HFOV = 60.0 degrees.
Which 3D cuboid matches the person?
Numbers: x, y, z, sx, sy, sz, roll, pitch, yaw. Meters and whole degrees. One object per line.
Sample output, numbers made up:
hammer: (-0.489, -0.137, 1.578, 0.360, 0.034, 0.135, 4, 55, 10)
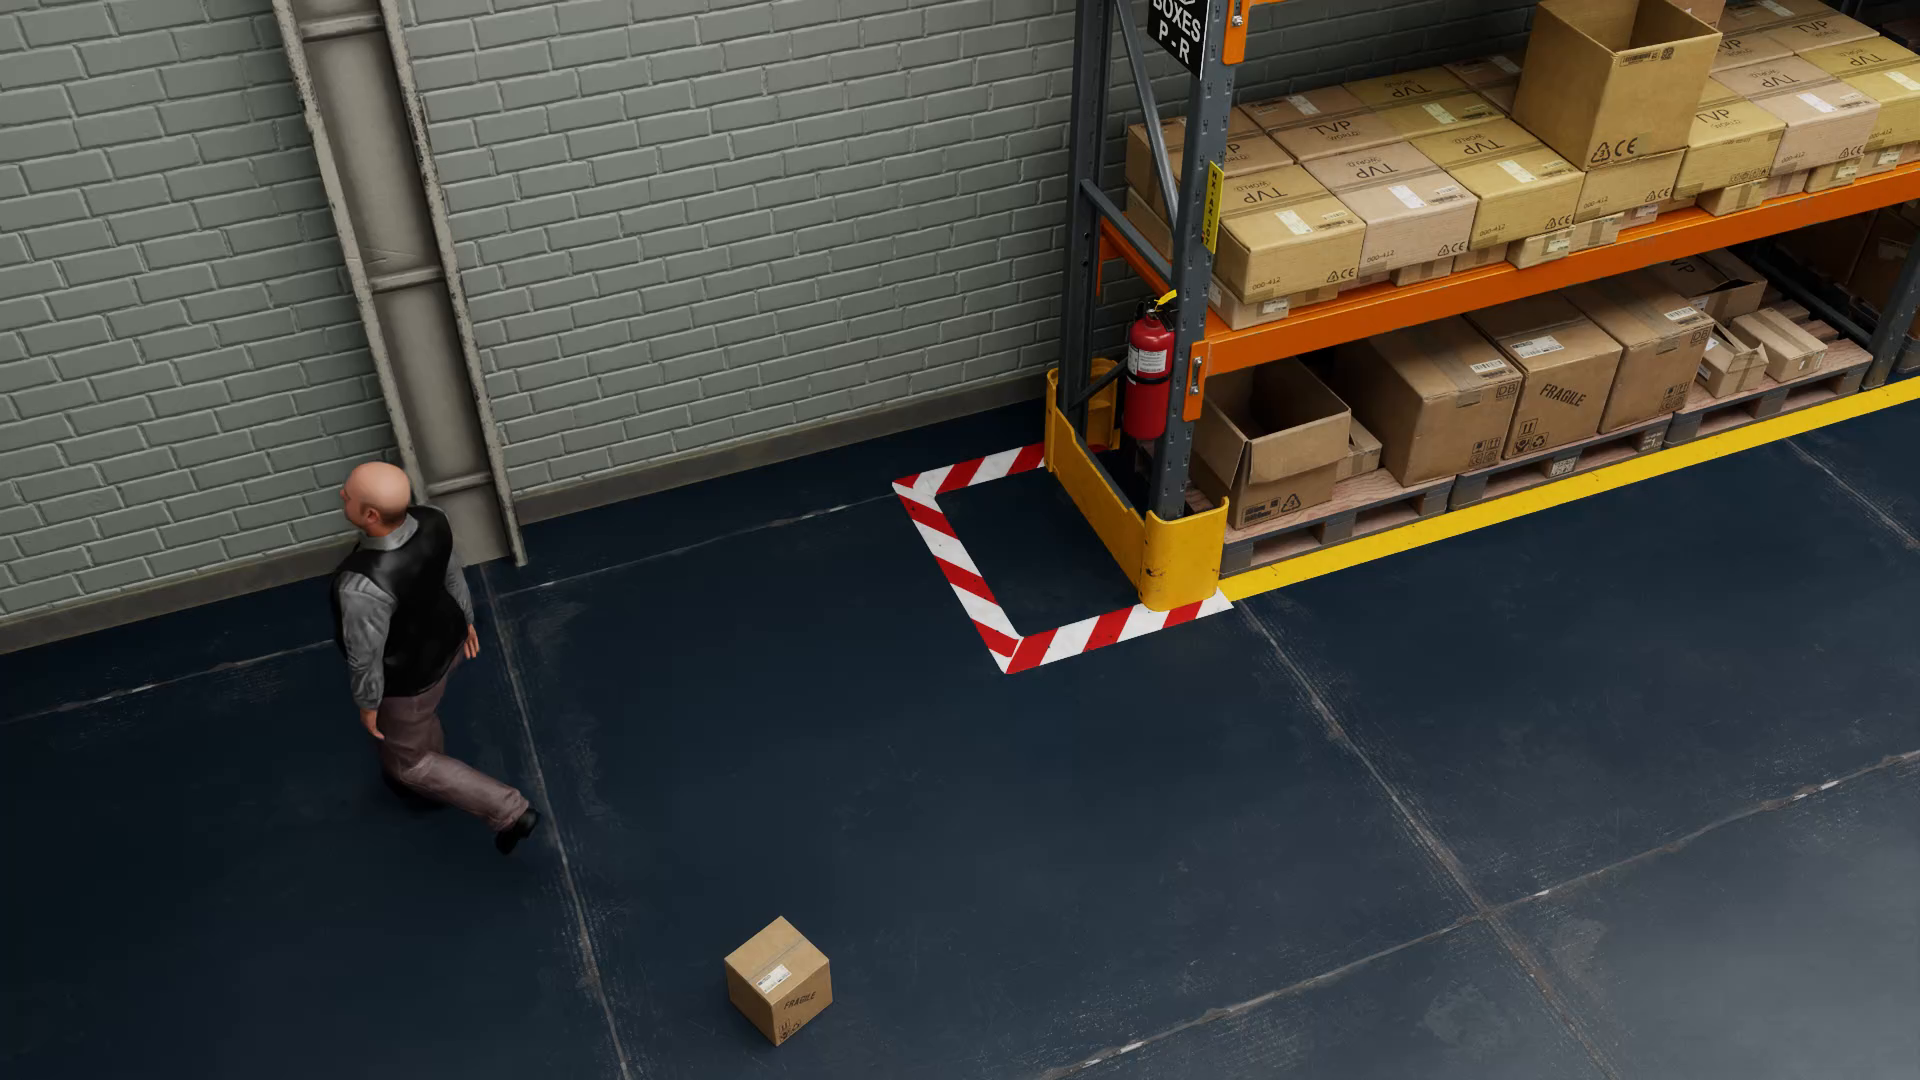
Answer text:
person: (-1.851, 0.426, 5.688, 0.808, 1.690, 0.549, 11, 43, 12)
